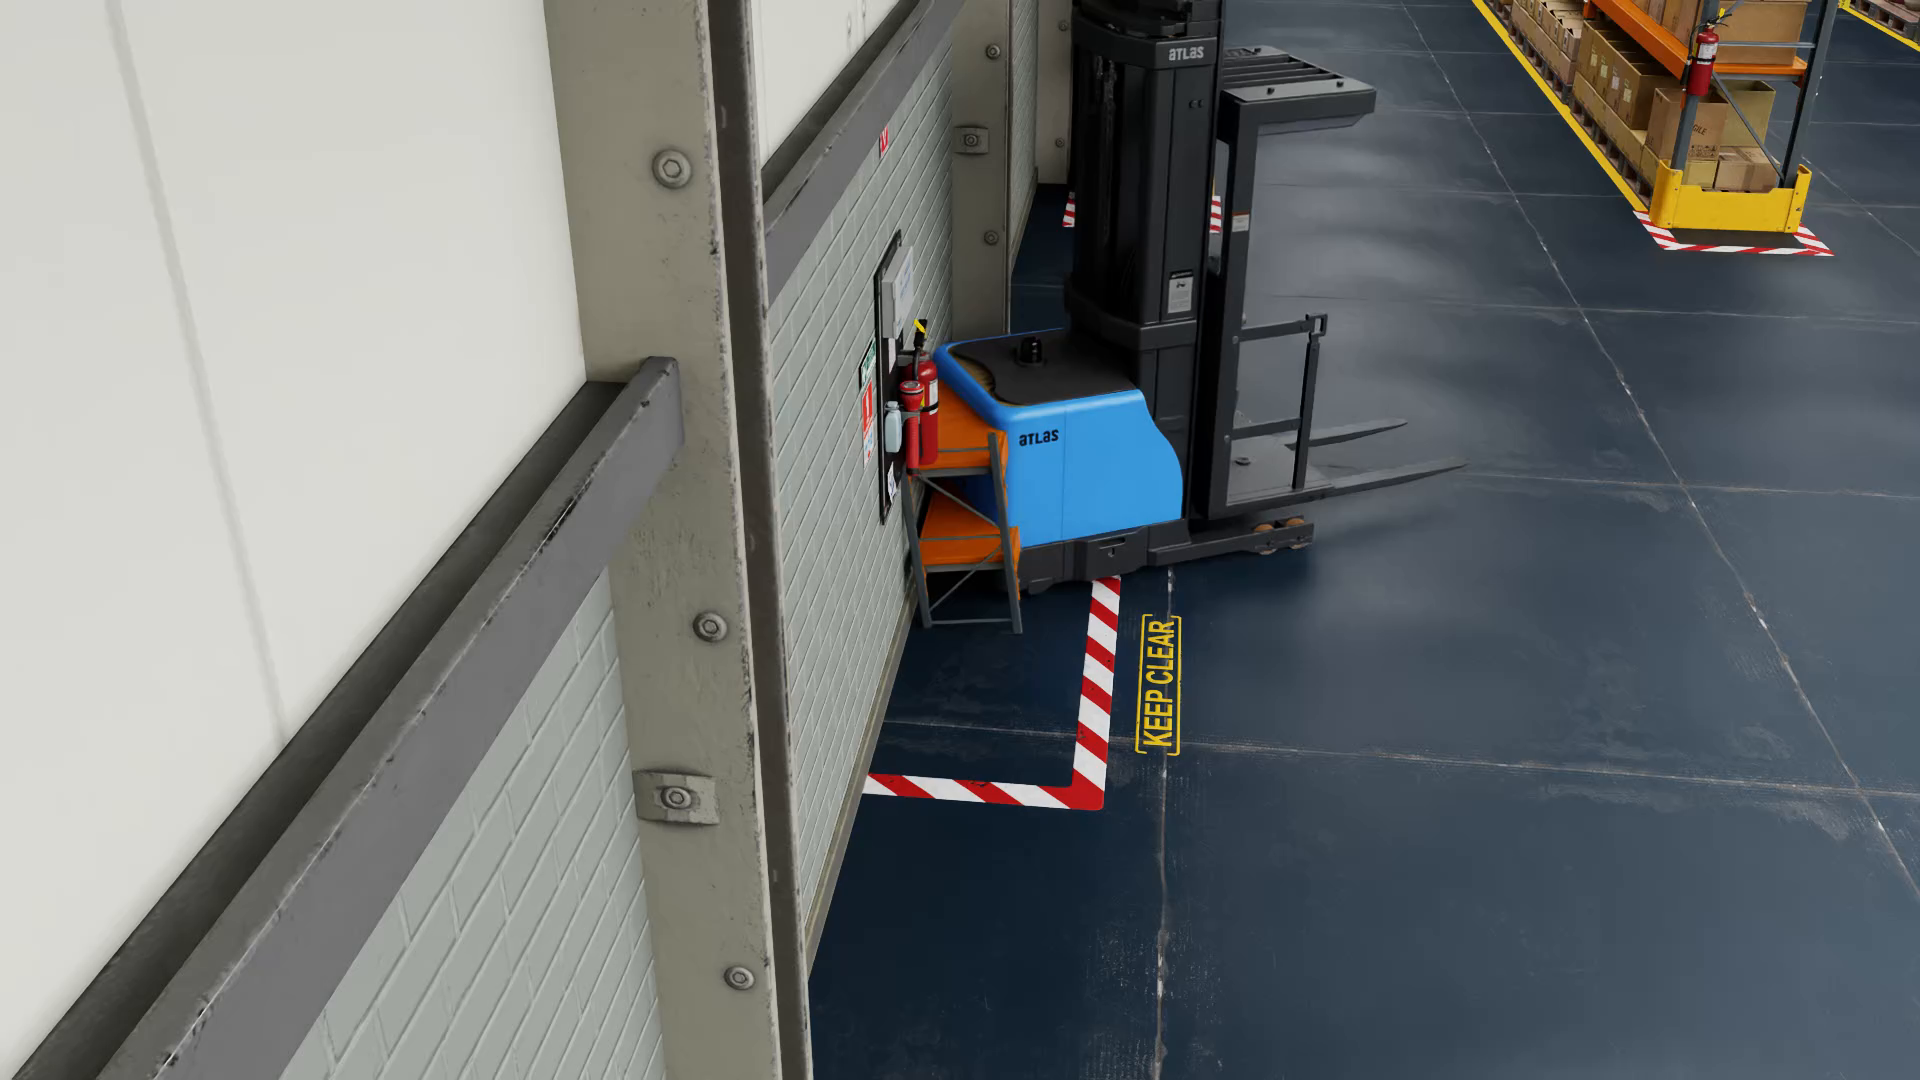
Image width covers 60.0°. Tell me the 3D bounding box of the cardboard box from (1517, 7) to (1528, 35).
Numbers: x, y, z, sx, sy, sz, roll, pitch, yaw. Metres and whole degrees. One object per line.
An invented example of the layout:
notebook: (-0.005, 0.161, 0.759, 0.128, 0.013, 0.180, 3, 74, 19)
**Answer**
cardboard box: (7.115, -6.320, 20.275, 0.500, 0.250, 0.500, 3, 28, 5)

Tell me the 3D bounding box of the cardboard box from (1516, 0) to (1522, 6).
cardboard box: (7.176, -6.803, 20.581, 0.500, 0.311, 0.500, 4, 29, 8)

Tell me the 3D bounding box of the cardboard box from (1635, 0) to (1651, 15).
cardboard box: (6.870, -5.279, 15.781, 0.700, 0.500, 0.500, 4, 29, 7)

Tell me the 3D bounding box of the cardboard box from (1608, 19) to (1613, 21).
cardboard box: (7.406, -5.565, 18.283, 0.500, 0.311, 0.500, 3, 28, 6)

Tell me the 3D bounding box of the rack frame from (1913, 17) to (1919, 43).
rack frame: (12.447, -7.522, 20.050, 1.000, 3.000, 0.127, 3, 28, 6)

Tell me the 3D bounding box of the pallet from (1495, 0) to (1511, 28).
pallet: (7.660, -6.933, 21.897, 1.003, 0.211, 1.213, 3, 28, 6)

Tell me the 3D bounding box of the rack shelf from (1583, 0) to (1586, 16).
rack shelf: (7.286, -6.554, 19.010, 1.077, 0.370, 4.000, 3, 28, 6)

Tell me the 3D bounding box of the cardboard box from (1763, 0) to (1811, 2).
cardboard box: (6.813, -4.548, 13.739, 0.380, 0.149, 0.250, 3, 28, 6)

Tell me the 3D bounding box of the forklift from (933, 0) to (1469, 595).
forklift: (1.411, -1.432, 8.817, 3.031, 2.935, 1.130, -10, 30, -18)

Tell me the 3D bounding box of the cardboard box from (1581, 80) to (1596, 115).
cardboard box: (6.617, -4.467, 16.836, 0.500, 0.250, 0.500, 3, 28, 6)

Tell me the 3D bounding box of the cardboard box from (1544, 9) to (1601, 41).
cardboard box: (6.927, -5.837, 18.788, 0.500, 0.311, 0.500, 3, 28, 6)

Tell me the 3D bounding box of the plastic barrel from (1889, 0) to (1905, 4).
plastic barrel: (12.628, -7.408, 21.938, 0.600, 0.588, 0.708, 3, 28, 6)

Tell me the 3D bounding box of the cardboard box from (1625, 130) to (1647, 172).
cardboard box: (6.373, -3.526, 15.089, 0.500, 0.250, 0.500, 3, 28, 6)

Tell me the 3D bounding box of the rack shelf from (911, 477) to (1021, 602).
rack shelf: (0.089, -0.055, 8.708, 0.538, 0.278, 1.000, -3, 30, 10)

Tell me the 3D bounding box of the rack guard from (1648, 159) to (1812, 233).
rack guard: (6.548, -2.934, 14.169, 1.175, 0.500, 0.348, 3, 28, 6)

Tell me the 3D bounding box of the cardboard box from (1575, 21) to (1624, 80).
cardboard box: (6.674, -5.033, 17.096, 0.500, 0.500, 0.500, 3, 28, 6)

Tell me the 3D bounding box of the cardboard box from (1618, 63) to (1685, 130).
cardboard box: (6.429, -4.092, 15.348, 0.500, 0.500, 0.500, 3, 28, 6)

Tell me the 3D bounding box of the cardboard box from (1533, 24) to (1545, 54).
cardboard box: (6.994, -5.833, 19.372, 0.500, 0.250, 0.500, 4, 29, 7)

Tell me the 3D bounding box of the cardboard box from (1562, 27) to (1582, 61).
cardboard box: (6.806, -5.357, 17.897, 0.500, 0.311, 0.500, 3, 28, 6)

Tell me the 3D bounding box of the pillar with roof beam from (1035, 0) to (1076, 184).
pillar with roof beam: (5.134, -7.103, 12.946, 9.100, 9.000, 0.400, 3, 28, 6)

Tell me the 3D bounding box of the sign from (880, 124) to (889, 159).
sign: (-0.314, -1.749, 6.890, 0.001, 0.298, 0.199, 3, 28, 6)

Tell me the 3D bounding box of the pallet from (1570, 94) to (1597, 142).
pallet: (6.902, -4.329, 17.063, 1.003, 0.211, 1.213, 3, 28, 6)

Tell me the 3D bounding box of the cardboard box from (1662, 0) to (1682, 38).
cardboard box: (6.747, -4.790, 14.873, 0.700, 0.500, 0.500, 4, 29, 7)

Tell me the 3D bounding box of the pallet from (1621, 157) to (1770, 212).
pallet: (6.603, -3.181, 14.931, 1.003, 0.211, 1.213, 3, 28, 6)

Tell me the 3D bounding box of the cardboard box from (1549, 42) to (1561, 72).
cardboard box: (6.868, -5.353, 18.480, 0.500, 0.250, 0.500, 3, 28, 5)

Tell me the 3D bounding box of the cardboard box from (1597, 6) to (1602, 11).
cardboard box: (7.526, -6.054, 19.189, 0.500, 0.311, 0.500, 4, 29, 8)

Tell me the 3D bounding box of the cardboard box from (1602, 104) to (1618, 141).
cardboard box: (6.495, -3.997, 15.962, 0.500, 0.250, 0.500, 3, 28, 6)

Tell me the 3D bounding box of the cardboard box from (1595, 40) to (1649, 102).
cardboard box: (6.551, -4.562, 16.222, 0.500, 0.500, 0.500, 3, 28, 6)

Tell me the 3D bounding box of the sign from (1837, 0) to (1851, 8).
sign: (7.101, -4.427, 13.308, 0.100, 0.325, 0.005, 3, 28, 6)

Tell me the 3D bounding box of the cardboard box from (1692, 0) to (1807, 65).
cardboard box: (6.621, -4.309, 13.980, 0.700, 0.500, 0.500, 3, 28, 6)

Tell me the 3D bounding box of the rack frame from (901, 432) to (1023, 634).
rack frame: (-0.003, -0.007, 8.153, 0.500, 1.125, 0.032, -3, 30, 10)

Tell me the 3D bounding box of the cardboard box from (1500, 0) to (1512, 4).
cardboard box: (7.413, -7.359, 21.918, 0.500, 0.500, 0.500, 4, 29, 8)

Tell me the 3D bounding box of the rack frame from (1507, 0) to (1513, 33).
rack frame: (7.531, -7.812, 20.587, 1.000, 3.000, 0.127, 3, 28, 6)

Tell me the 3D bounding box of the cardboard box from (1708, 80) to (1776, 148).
cardboard box: (6.897, -3.825, 14.854, 0.500, 0.500, 0.500, 3, 28, 6)

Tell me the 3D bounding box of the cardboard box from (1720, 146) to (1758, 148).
cardboard box: (6.895, -3.495, 15.032, 0.500, 0.250, 0.500, 3, 28, 6)

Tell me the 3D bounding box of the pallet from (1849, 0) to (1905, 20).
pallet: (12.654, -7.241, 22.467, 1.003, 0.211, 1.213, 3, 28, 6)

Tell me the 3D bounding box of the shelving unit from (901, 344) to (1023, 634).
shelving unit: (0.058, -0.265, 8.587, 0.538, 1.125, 1.048, -3, 30, 10)

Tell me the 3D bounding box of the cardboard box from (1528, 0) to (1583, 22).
cardboard box: (7.055, -6.316, 19.676, 0.500, 0.311, 0.500, 3, 28, 5)

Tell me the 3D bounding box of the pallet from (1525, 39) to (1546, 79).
pallet: (7.240, -5.626, 19.471, 1.003, 0.211, 1.213, 3, 28, 6)

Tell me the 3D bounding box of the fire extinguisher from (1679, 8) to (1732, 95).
fire extinguisher: (6.076, -3.983, 13.563, 0.296, 0.674, 0.183, 3, 28, 6)

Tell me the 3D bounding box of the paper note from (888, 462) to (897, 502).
paper note: (-0.304, -0.259, 7.498, 0.016, 0.148, 0.142, 3, 28, 6)
